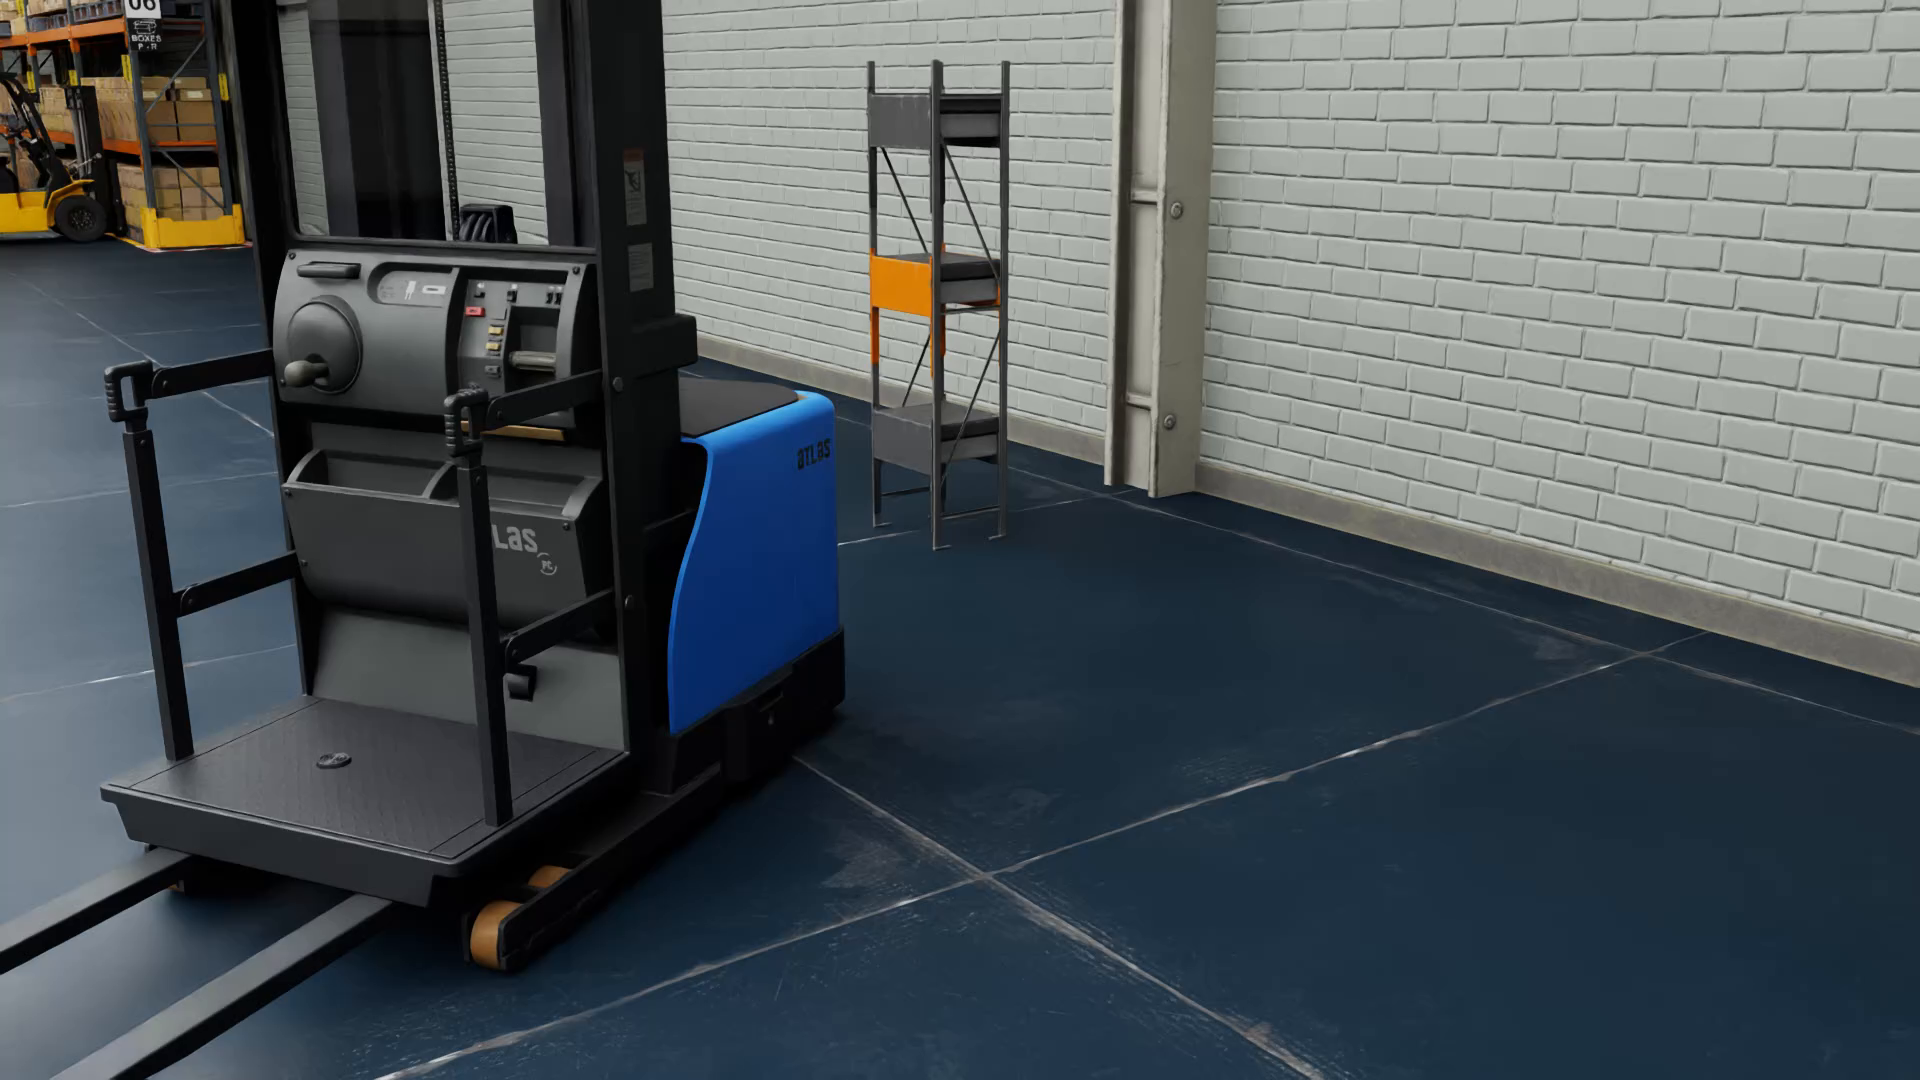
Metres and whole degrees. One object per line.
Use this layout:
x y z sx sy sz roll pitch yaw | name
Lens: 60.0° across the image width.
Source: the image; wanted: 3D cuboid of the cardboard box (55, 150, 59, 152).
-16.215 -7.009 30.215 0.380 0.149 0.250 -11 19 -34 | cardboard box

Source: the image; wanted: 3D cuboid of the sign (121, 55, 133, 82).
-10.365 -5.869 20.694 0.100 0.325 0.005 -11 19 -35 | sign

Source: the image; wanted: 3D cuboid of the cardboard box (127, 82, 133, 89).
-10.469 -5.873 21.371 0.380 0.149 0.250 -11 19 -34 | cardboard box

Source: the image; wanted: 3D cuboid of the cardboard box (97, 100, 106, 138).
-11.601 -5.828 22.997 0.500 0.500 0.500 -11 19 -35 | cardboard box

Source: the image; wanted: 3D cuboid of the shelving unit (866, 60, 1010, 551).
-0.097 -1.048 7.428 0.431 2.100 0.503 -11 19 -35 | shelving unit

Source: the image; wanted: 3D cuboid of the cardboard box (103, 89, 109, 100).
-11.402 -6.050 22.581 0.380 0.149 0.250 -11 19 -36 | cardboard box

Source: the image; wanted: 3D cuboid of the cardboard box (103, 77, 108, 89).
-11.500 -6.259 22.780 0.380 0.149 0.250 -11 19 -35 | cardboard box

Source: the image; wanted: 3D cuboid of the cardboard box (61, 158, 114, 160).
-14.266 -5.907 27.180 0.875 0.625 0.625 -10 18 -33 | cardboard box

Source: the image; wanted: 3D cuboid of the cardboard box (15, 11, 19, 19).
-15.760 -8.869 28.146 0.380 0.149 0.250 -10 18 -33 | cardboard box

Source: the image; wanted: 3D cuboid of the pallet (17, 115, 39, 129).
-15.077 -7.027 27.931 1.213 0.211 1.003 -11 19 -35 | pallet

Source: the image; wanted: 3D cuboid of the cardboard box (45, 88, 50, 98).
-14.342 -7.125 26.508 0.380 0.149 0.250 -10 18 -33 | cardboard box

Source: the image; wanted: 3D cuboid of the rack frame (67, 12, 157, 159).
-12.269 -6.131 24.296 1.000 3.000 0.127 -11 19 -35 | rack frame

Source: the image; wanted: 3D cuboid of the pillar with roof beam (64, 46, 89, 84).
-20.136 -10.353 28.358 9.100 9.000 0.400 -11 19 -35 | pillar with roof beam

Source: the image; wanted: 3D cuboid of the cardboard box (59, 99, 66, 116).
-13.369 -6.584 25.287 0.500 0.250 0.500 -10 18 -33 | cardboard box

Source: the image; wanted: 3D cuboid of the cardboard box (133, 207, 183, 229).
-10.449 -4.205 21.670 0.500 0.250 0.500 -11 19 -34 | cardboard box

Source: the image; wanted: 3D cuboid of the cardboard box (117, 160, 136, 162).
-11.946 -5.227 23.511 0.500 0.250 0.500 -11 19 -34 | cardboard box

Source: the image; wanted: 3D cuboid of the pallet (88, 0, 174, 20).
-11.034 -7.097 22.309 1.003 0.211 1.213 -11 19 -35 | pallet

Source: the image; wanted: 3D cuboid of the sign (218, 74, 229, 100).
-9.465 -5.818 21.360 0.100 0.325 0.005 -11 19 -35 | sign

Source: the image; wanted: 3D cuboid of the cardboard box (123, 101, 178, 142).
-10.419 -5.390 21.397 0.500 0.500 0.500 -11 19 -36 | cardboard box

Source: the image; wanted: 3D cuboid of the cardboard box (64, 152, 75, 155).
-15.479 -6.723 29.167 0.380 0.149 0.250 -11 19 -34 | cardboard box

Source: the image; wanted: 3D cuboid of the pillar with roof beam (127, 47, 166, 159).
-16.608 -9.072 23.677 9.100 9.000 0.400 -11 19 -35 | pillar with roof beam

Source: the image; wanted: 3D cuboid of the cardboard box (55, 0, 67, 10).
-12.892 -7.903 24.269 0.500 0.311 0.500 -12 19 -36 | cardboard box

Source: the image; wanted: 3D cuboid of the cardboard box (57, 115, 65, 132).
-13.654 -6.452 25.753 0.500 0.250 0.500 -10 18 -33 | cardboard box

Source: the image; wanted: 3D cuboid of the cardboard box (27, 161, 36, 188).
-15.960 -6.367 29.097 0.500 0.500 0.500 -12 19 -37 | cardboard box

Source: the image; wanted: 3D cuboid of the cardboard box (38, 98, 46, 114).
-14.578 -7.018 26.871 0.500 0.250 0.500 -11 19 -35 | cardboard box

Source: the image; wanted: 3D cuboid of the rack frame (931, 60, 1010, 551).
0.046 -0.996 7.238 0.400 2.100 0.015 -11 19 -35 | rack frame

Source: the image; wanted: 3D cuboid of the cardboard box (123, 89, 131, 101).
-10.522 -5.719 21.370 0.380 0.149 0.250 -11 18 -34 | cardboard box

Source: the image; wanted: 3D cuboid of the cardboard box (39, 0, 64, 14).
-13.794 -8.321 25.441 0.500 0.500 0.500 -10 18 -33 | cardboard box

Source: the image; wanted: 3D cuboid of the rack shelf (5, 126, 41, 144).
-15.797 -7.065 29.072 1.077 0.370 4.000 -11 19 -35 | rack shelf

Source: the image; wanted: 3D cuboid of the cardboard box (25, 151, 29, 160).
-16.592 -6.931 29.929 0.380 0.149 0.250 -12 19 -37 | cardboard box

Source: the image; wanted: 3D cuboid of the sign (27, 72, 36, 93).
-15.055 -7.419 26.959 0.100 0.325 0.005 -11 19 -35 | sign

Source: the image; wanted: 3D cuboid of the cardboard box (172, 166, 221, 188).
-10.047 -4.768 21.833 0.500 0.250 0.500 -11 19 -35 | cardboard box

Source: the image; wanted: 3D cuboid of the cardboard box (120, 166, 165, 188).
-10.746 -4.794 21.928 0.500 0.250 0.500 -10 18 -34 | cardboard box

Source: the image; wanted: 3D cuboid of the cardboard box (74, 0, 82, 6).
-11.977 -7.570 23.055 0.500 0.311 0.500 -10 18 -33 | cardboard box

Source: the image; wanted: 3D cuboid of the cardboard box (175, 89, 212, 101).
-9.907 -5.751 21.488 0.380 0.149 0.250 -11 19 -36 | cardboard box

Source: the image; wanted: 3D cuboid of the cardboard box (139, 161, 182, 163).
-11.227 -5.199 23.408 0.500 0.250 0.500 -11 19 -34 | cardboard box

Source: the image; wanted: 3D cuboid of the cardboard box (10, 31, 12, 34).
-17.424 -9.196 30.287 0.380 0.149 0.250 -11 19 -35 | cardboard box

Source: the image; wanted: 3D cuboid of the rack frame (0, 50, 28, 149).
-19.325 -8.694 33.658 1.000 3.000 0.127 -11 19 -35 | rack frame

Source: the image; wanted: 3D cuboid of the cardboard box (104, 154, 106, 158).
-14.676 -6.455 28.189 0.380 0.149 0.250 -10 18 -32 | cardboard box

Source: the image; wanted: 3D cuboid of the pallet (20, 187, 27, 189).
-16.464 -6.327 30.292 1.003 0.211 1.213 -11 19 -35 | pallet

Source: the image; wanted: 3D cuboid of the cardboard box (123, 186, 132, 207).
-10.743 -4.559 22.016 0.500 0.250 0.500 -11 19 -35 | cardboard box

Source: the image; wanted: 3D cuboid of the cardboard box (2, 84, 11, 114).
-16.565 -7.842 29.560 0.700 0.500 0.500 -11 19 -34 | cardboard box

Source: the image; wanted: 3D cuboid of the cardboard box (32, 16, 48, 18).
-15.025 -8.590 27.128 0.380 0.149 0.250 -10 18 -33 | cardboard box

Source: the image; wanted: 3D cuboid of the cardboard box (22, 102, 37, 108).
-15.504 -7.291 28.020 0.500 0.250 0.500 -12 19 -37 | cardboard box

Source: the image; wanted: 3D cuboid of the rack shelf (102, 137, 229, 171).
-11.094 -5.357 22.830 1.077 0.370 4.000 -11 19 -35 | rack shelf

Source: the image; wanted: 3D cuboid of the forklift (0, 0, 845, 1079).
-1.415 -0.531 3.964 1.130 2.935 3.031 6 17 22 | forklift
